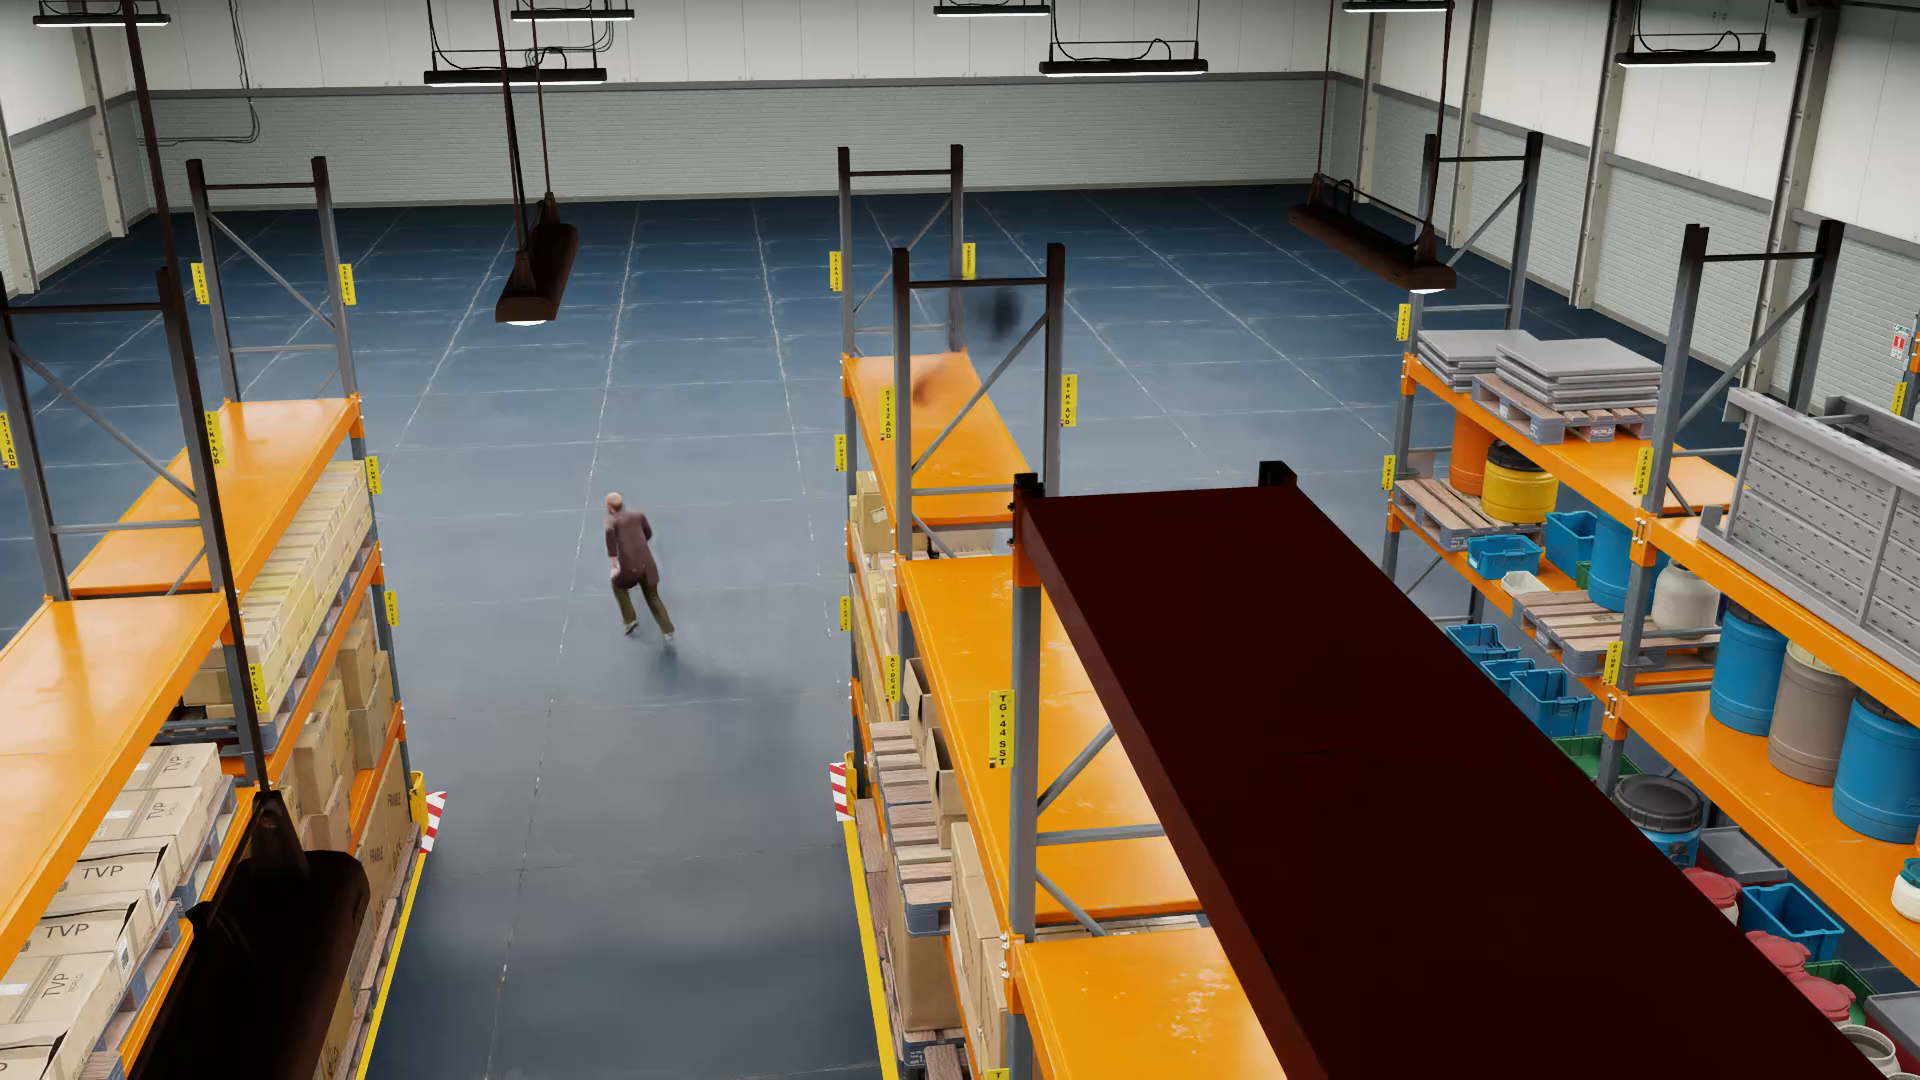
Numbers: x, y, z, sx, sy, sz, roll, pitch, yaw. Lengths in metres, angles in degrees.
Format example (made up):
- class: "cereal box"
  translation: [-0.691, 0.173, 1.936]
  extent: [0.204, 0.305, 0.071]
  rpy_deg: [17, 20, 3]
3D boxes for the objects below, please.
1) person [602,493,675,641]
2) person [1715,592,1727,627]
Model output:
- class: "person"
  translation: [-3.591, 0.431, 18.525]
  extent: [1.072, 1.616, 0.752]
  rpy_deg: [18, 28, 38]
- class: "person"
  translation: [8.763, 0.276, 18.785]
  extent: [0.718, 1.673, 0.580]
  rpy_deg: [7, 23, 17]
